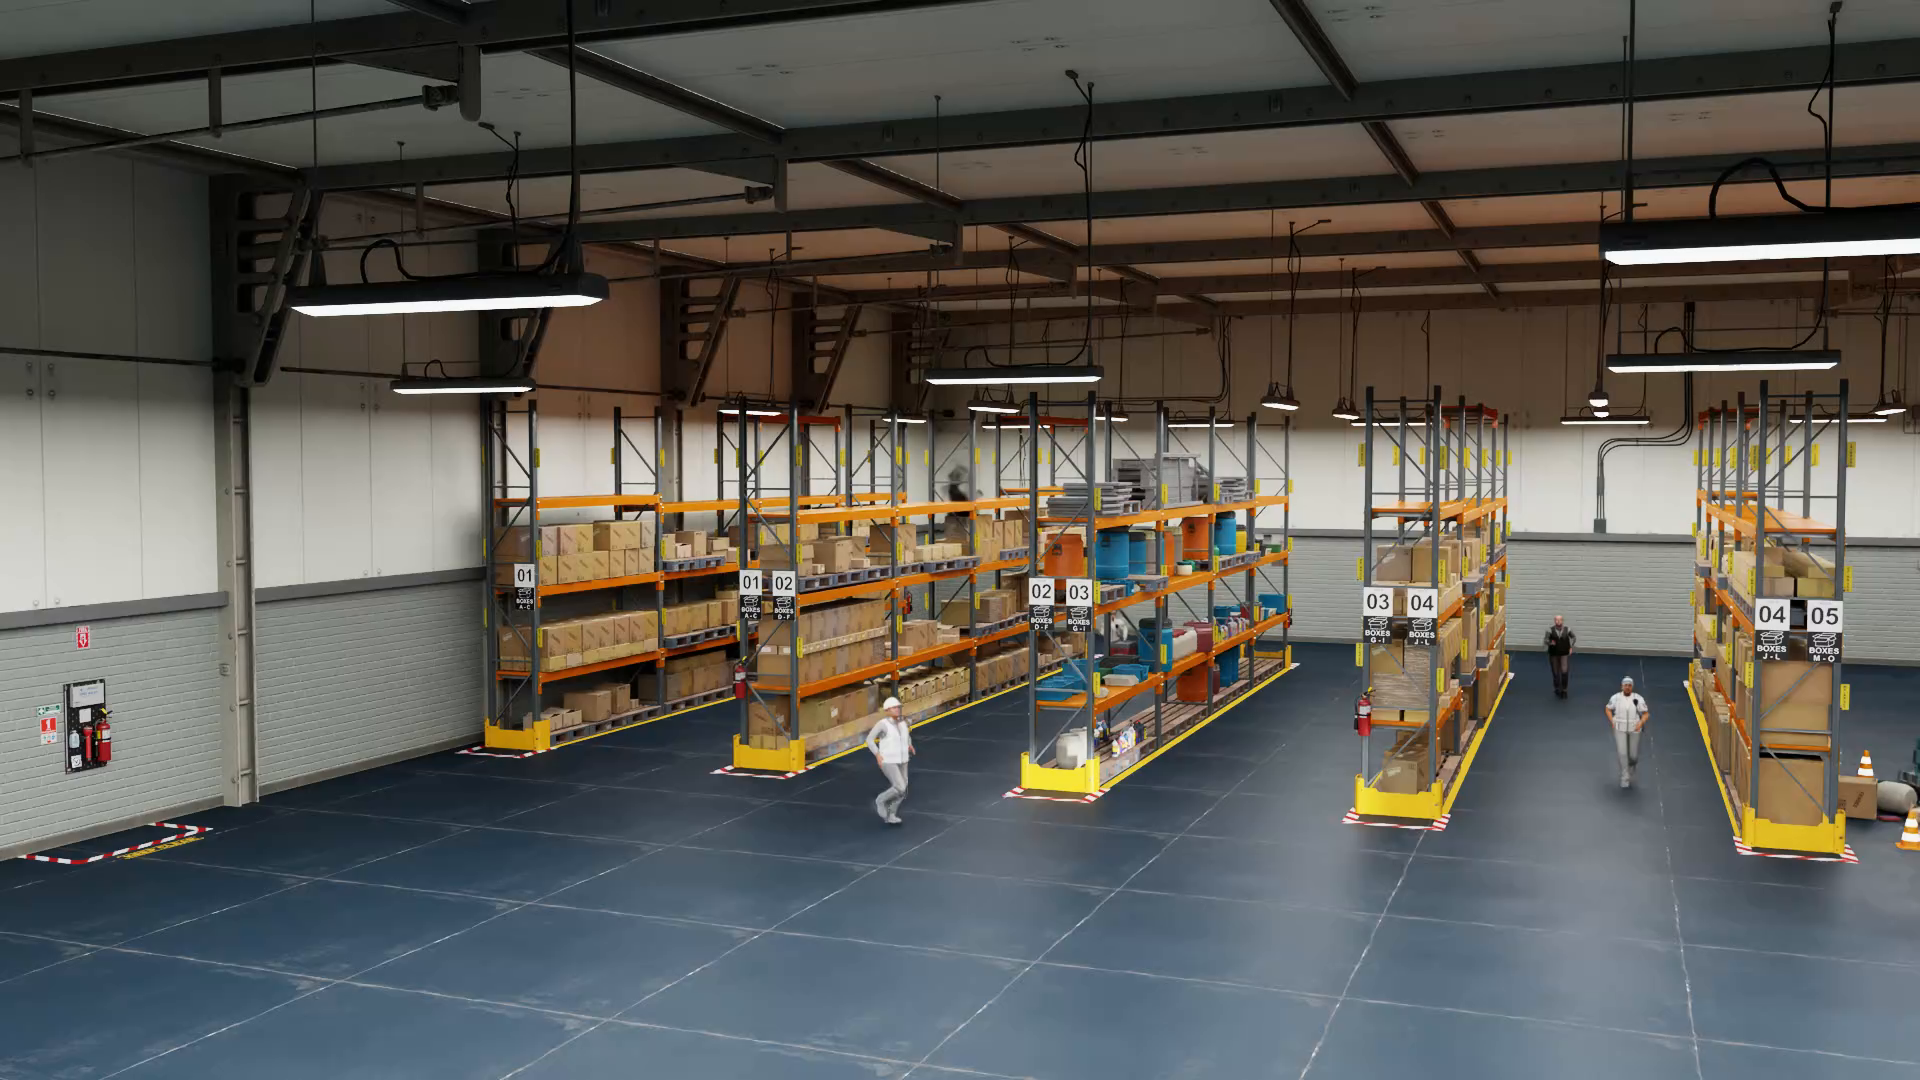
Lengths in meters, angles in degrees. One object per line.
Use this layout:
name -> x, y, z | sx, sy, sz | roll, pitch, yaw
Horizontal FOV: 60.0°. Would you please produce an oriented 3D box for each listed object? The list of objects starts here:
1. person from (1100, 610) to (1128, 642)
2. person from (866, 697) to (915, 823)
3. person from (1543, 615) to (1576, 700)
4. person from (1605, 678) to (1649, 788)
person -> 3.487, 2.344, 37.726 | 0.596, 1.624, 0.684 | 1, 3, 21
person -> -0.867, 3.020, 22.671 | 0.572, 1.734, 0.656 | 3, 4, 44
person -> 12.483, 2.446, 34.642 | 0.635, 1.770, 0.756 | 1, 3, 23
person -> 10.232, 2.926, 25.511 | 0.619, 1.646, 0.734 | 1, 3, 19
